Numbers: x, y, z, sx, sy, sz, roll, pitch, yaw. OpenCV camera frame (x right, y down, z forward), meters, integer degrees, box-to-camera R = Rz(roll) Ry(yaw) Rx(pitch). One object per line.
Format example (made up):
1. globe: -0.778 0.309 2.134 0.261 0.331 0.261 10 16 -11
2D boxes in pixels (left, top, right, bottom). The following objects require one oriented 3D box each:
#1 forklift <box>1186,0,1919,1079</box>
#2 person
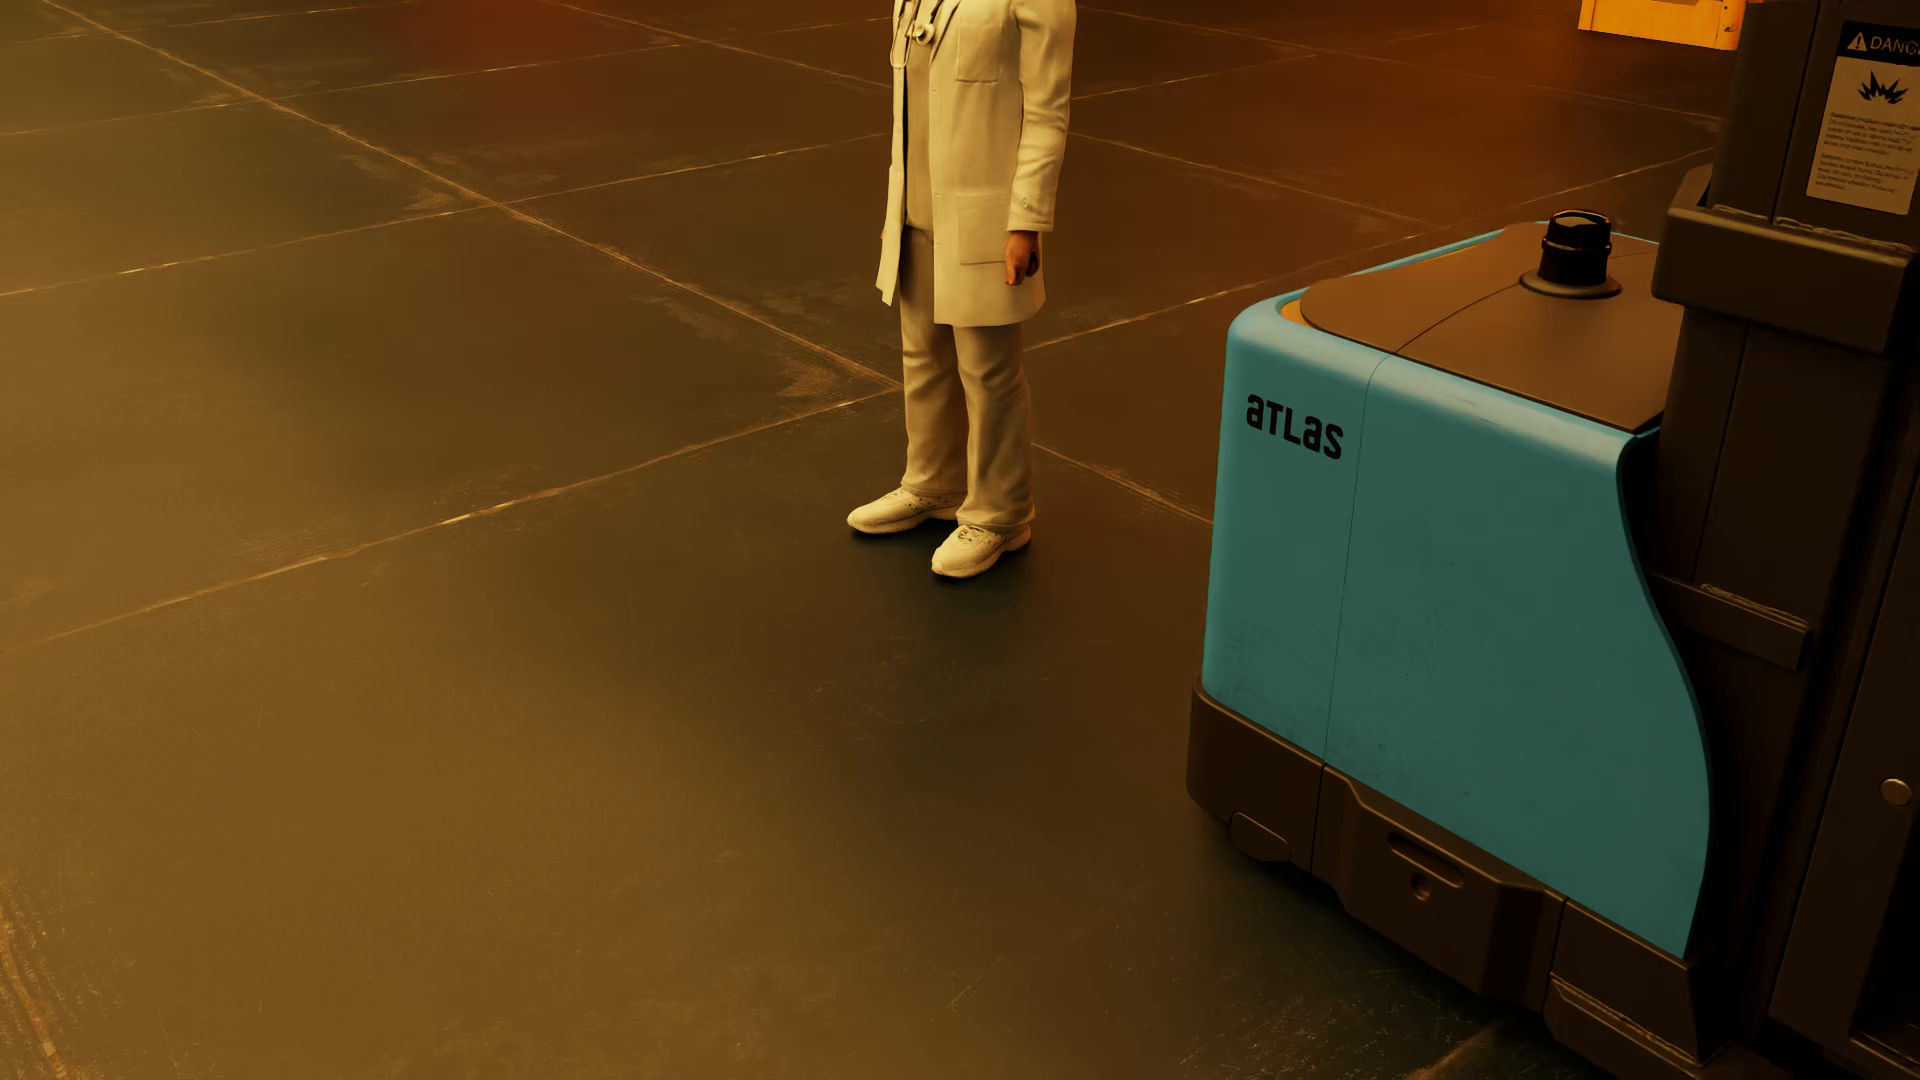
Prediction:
1. forklift: 1.776 -0.385 1.980 1.130 2.935 3.031 -20 33 -35
2. person: -0.013 -0.791 4.093 0.391 1.782 0.553 -20 33 -35
